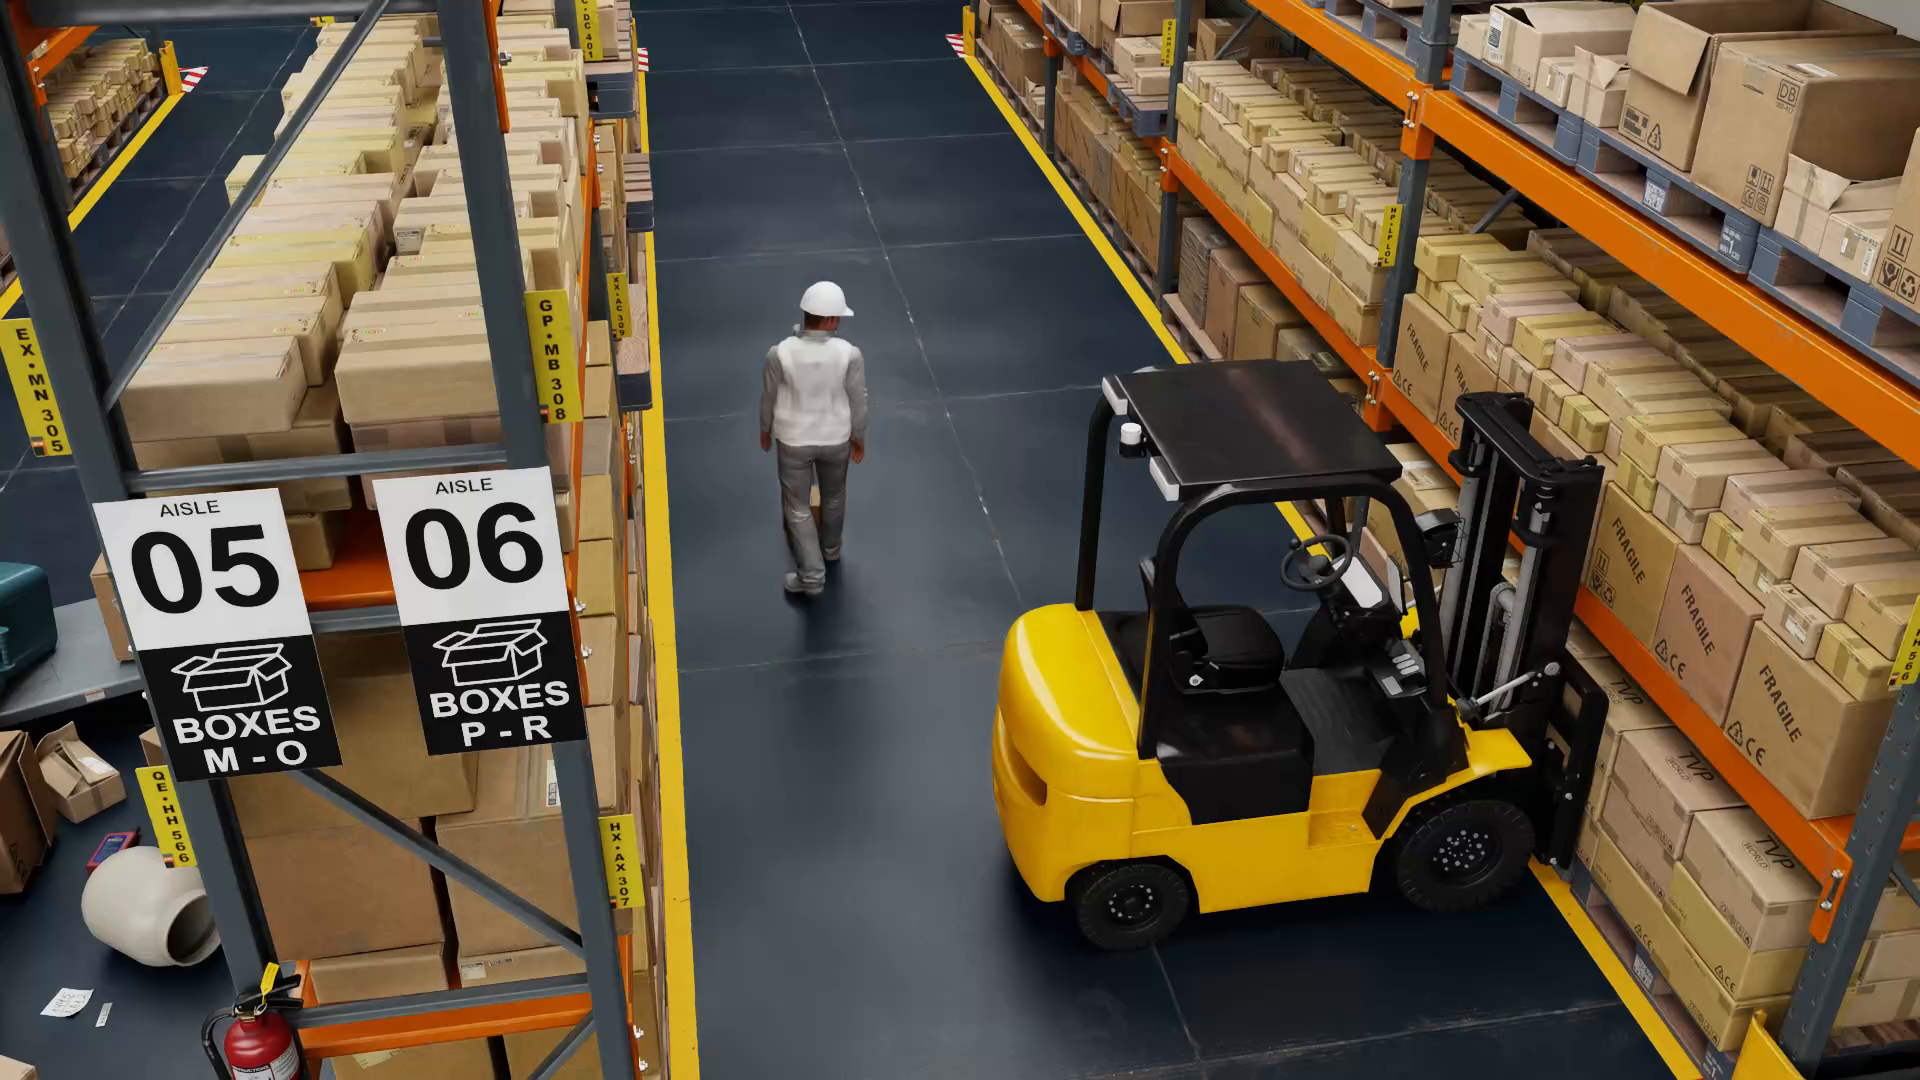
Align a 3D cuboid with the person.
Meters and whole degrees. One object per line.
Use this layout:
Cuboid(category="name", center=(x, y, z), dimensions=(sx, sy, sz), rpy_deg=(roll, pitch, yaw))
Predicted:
Cuboid(category="person", center=(-0.802, -0.582, 9.087), dimensions=(0.569, 1.764, 0.753), rpy_deg=(-8, 31, -14))
